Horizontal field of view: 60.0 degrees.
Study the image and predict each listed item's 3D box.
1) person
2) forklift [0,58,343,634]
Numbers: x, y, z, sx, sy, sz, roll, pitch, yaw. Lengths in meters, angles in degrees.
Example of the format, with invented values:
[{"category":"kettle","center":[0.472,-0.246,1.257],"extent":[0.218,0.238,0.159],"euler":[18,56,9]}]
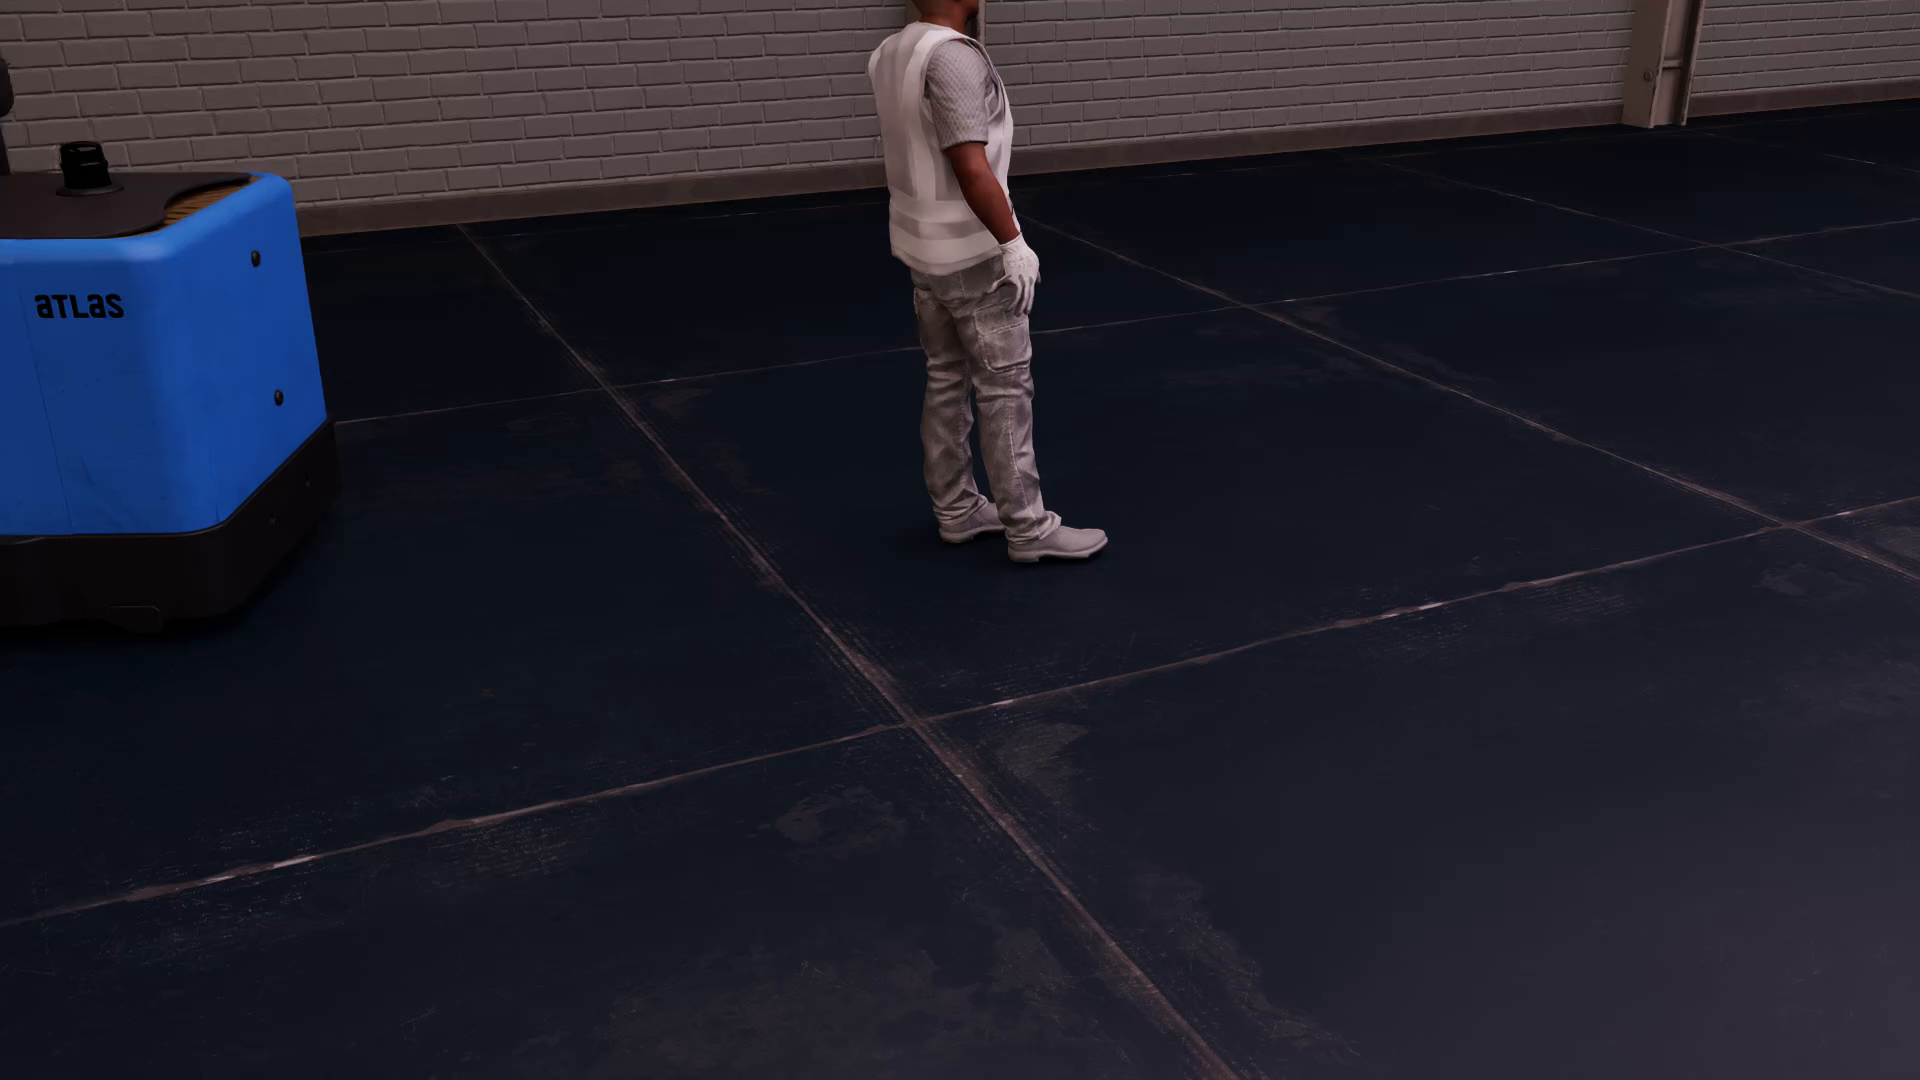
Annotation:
[{"category":"person","center":[0.069,-0.839,4.783],"extent":[0.575,1.785,0.657],"euler":[-10,25,-23]},{"category":"forklift","center":[-3.468,-1.262,4.323],"extent":[3.031,2.935,1.130],"euler":[-1,23,-2]}]
